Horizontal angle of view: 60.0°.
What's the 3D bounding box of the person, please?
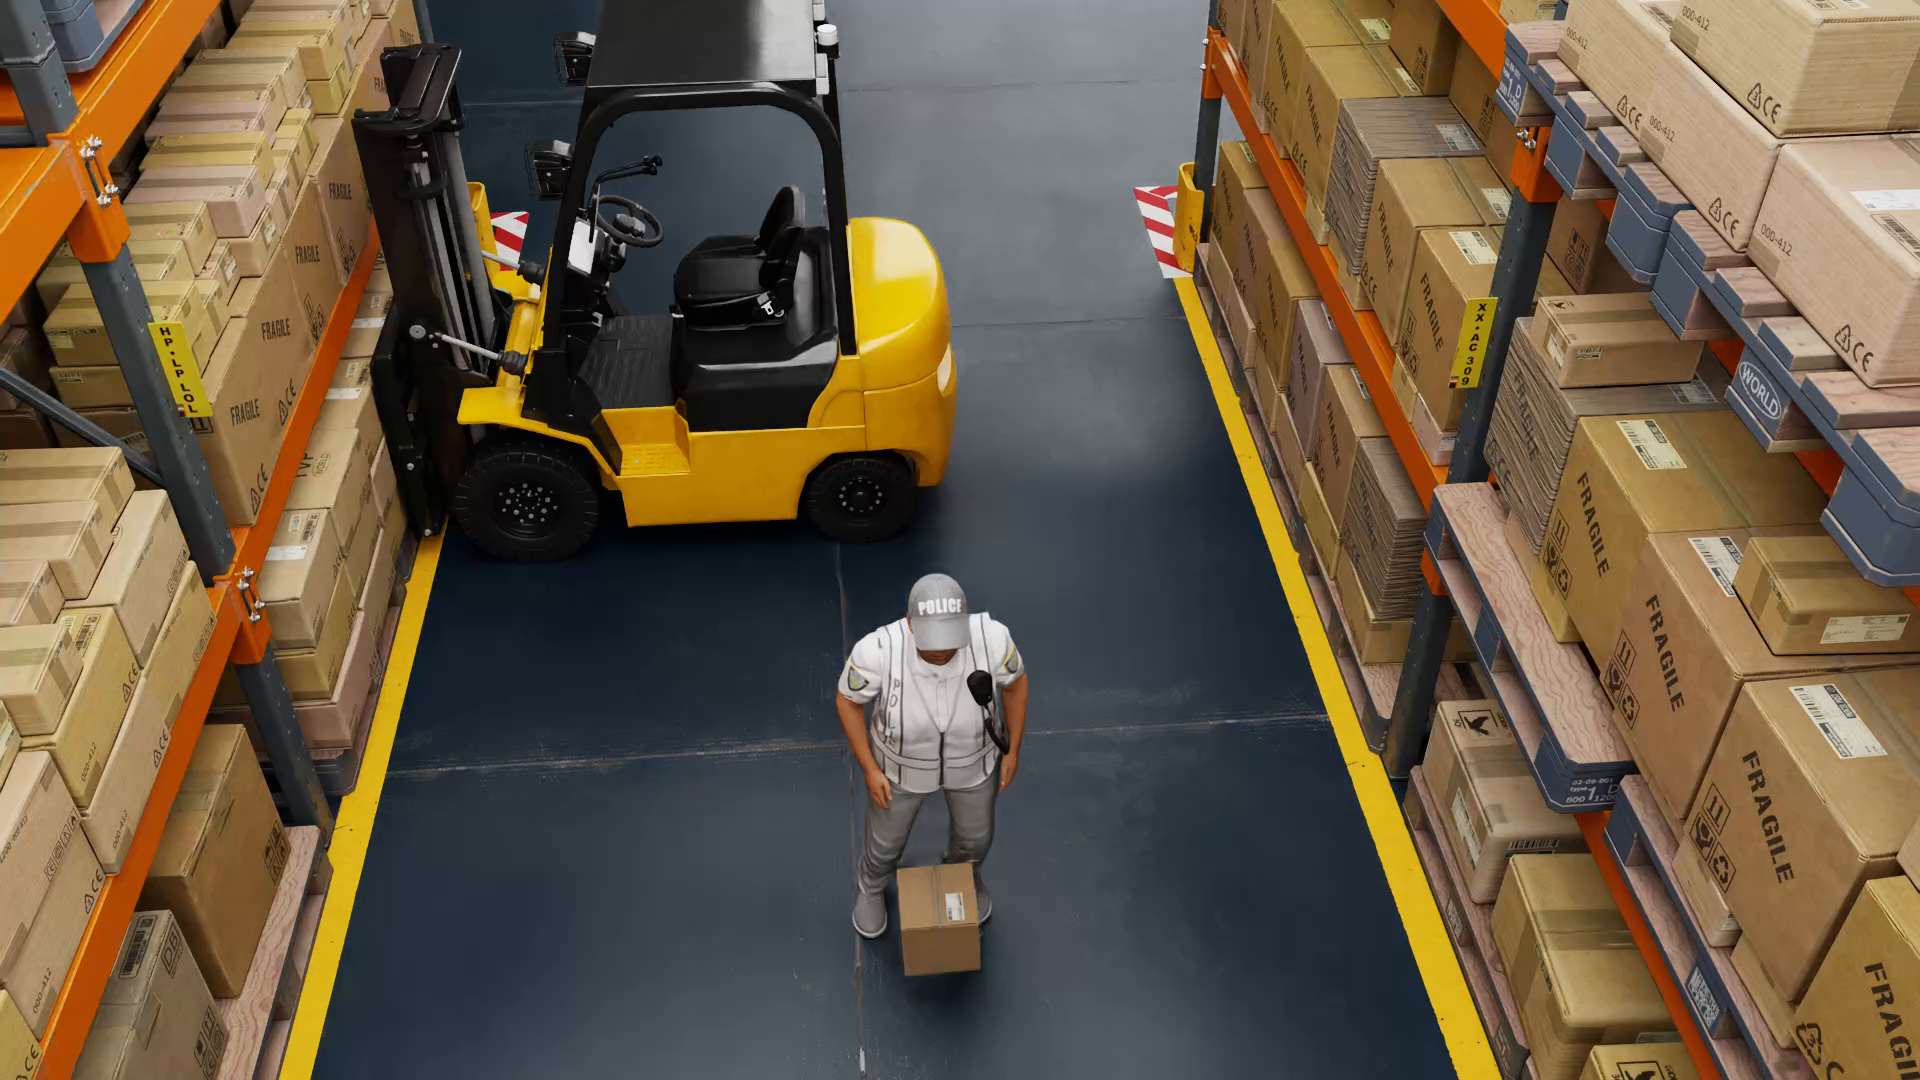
[{"bbox_3d":[-0.082,0.681,5.284,0.606,1.566,0.501,-4,40,-5],"label":"person"}]
